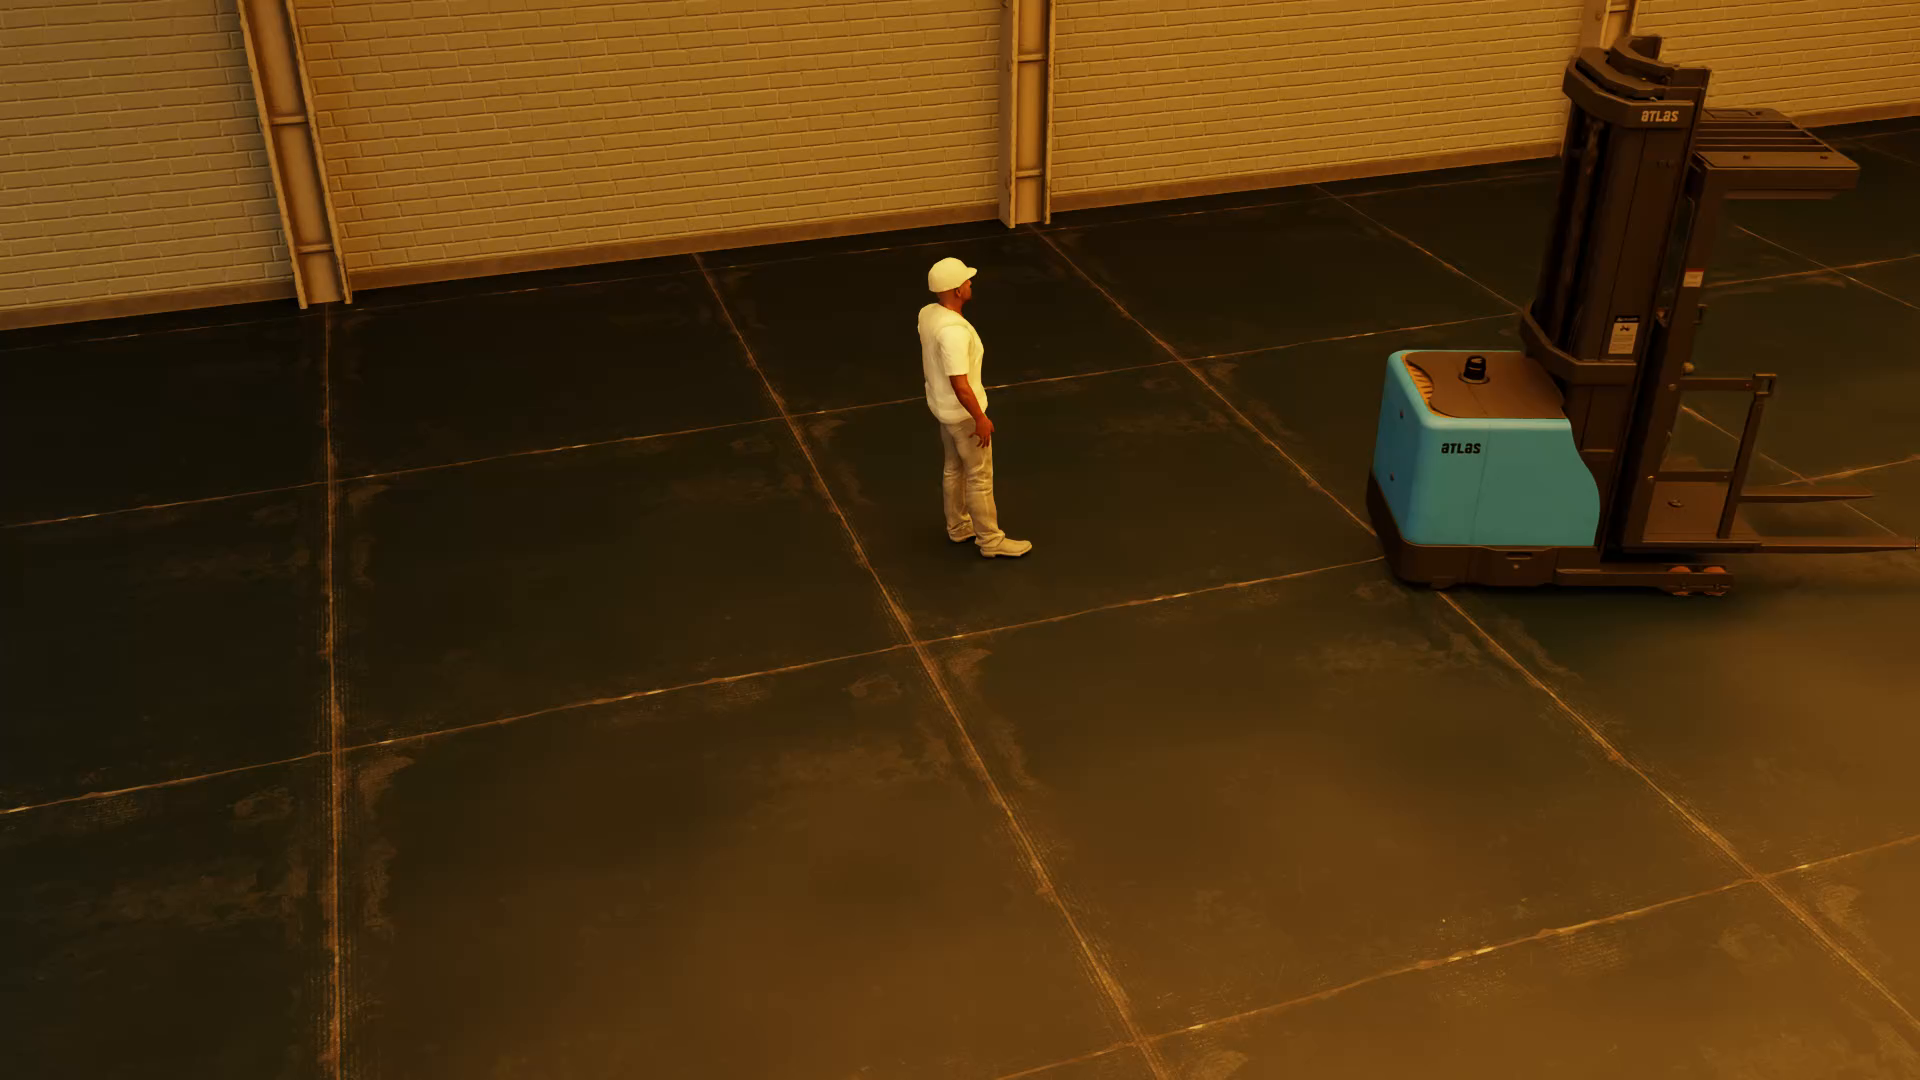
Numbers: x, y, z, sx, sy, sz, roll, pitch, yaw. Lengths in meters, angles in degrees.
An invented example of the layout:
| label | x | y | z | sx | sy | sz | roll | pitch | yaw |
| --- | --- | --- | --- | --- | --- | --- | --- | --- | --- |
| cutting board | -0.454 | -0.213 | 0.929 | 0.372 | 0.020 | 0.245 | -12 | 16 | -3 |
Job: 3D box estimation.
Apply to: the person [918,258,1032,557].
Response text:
| label | x | y | z | sx | sy | sz | roll | pitch | yaw |
| --- | --- | --- | --- | --- | --- | --- | --- | --- | --- |
| person | 0.068 | -0.780 | 9.596 | 0.575 | 1.768 | 0.665 | -10 | 31 | -16 |

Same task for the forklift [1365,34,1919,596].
| label | x | y | z | sx | sy | sz | roll | pitch | yaw |
| --- | --- | --- | --- | --- | --- | --- | --- | --- | --- |
| forklift | 4.018 | -1.220 | 9.207 | 3.031 | 2.935 | 1.130 | 0 | 30 | 1 |
